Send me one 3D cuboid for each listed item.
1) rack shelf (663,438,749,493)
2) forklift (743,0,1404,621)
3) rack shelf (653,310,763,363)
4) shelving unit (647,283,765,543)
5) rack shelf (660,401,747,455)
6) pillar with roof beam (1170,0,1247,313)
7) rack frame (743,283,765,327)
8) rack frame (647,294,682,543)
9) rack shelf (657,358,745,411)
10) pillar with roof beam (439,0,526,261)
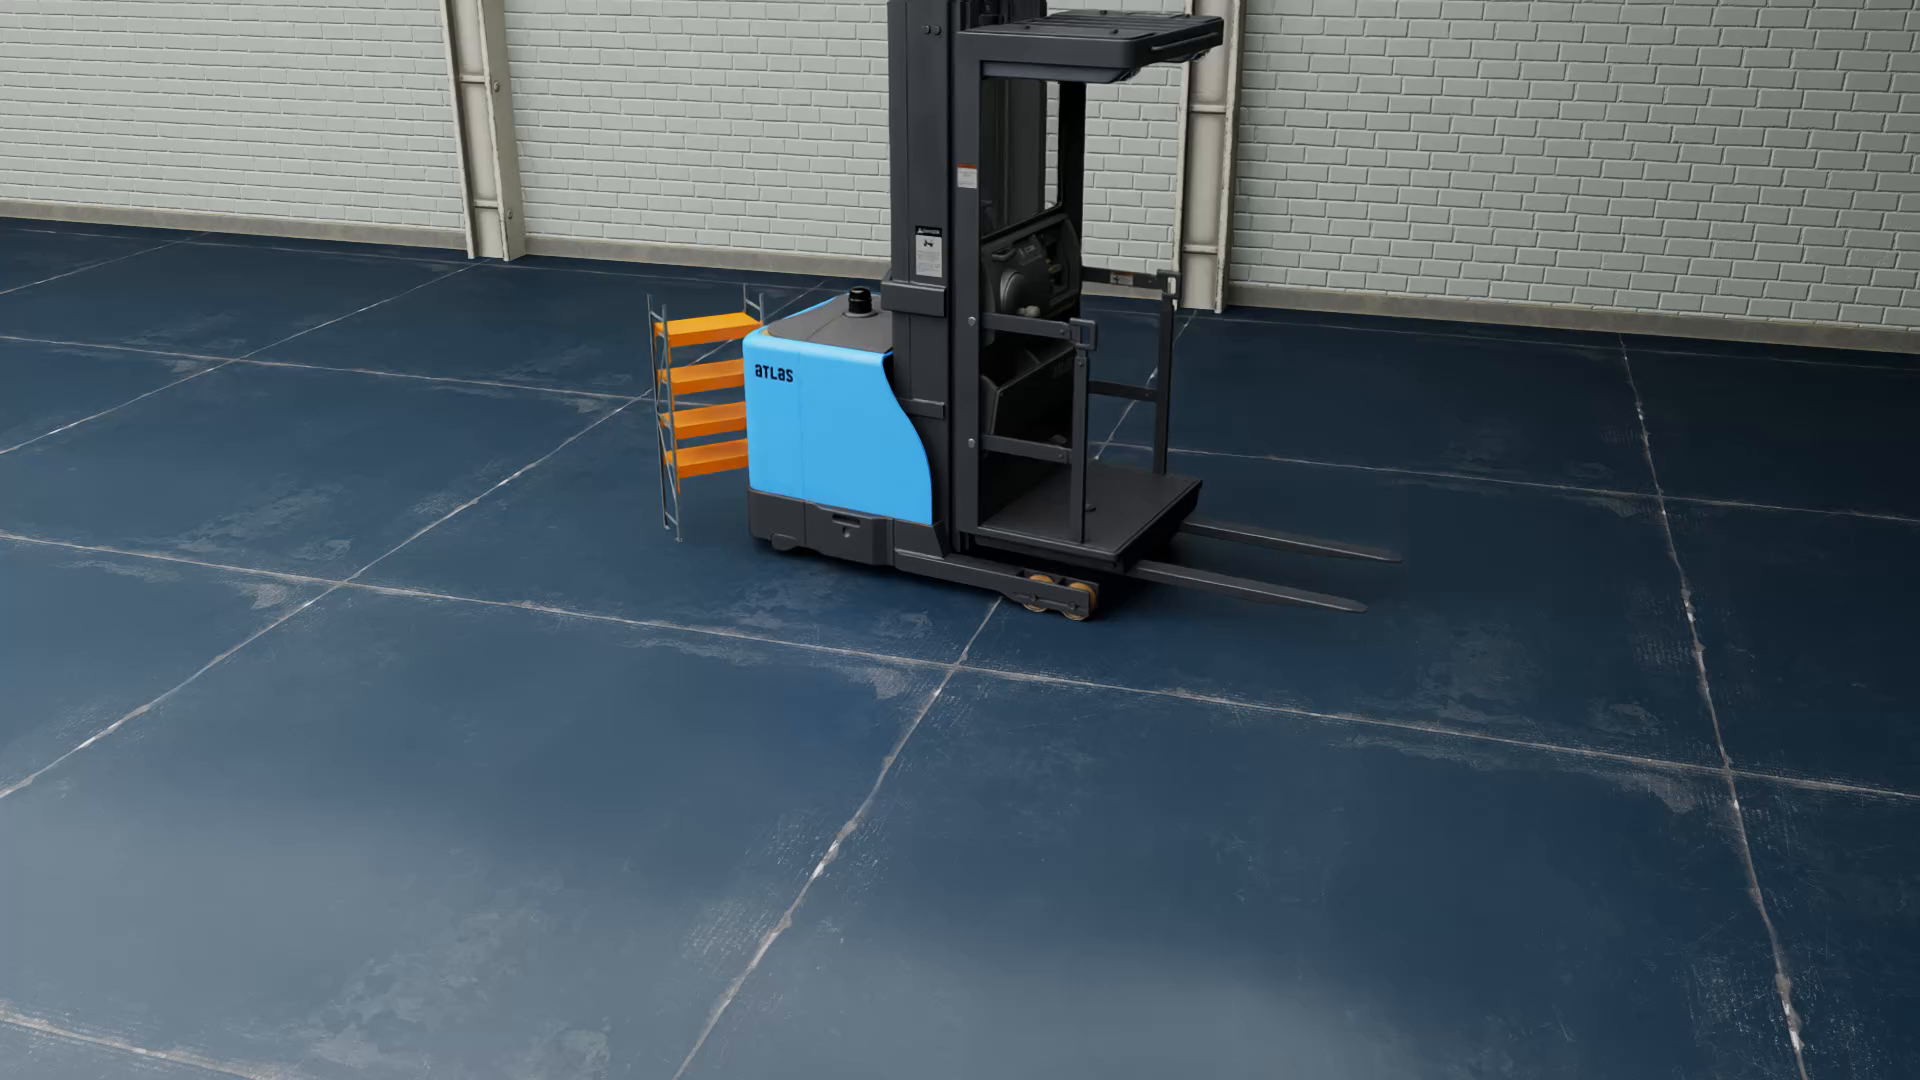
[{"bbox_3d":[-1.223,-0.381,8.317,0.480,0.148,0.258,-11,25,-25],"label":"rack shelf"},{"bbox_3d":[0.509,-1.227,7.400,3.031,2.935,1.130,11,25,25],"label":"forklift"},{"bbox_3d":[-1.223,-0.990,8.067,0.480,0.148,0.258,-11,25,-25],"label":"rack shelf"},{"bbox_3d":[-1.223,-0.627,8.216,0.503,1.200,0.258,-11,25,-25],"label":"shelving unit"},{"bbox_3d":[-1.223,-0.564,8.242,0.480,0.148,0.258,-11,25,-25],"label":"rack shelf"},{"bbox_3d":[0.562,-4.366,7.055,0.400,9.000,9.100,7,23,16],"label":"pillar with roof beam"},{"bbox_3d":[-1.006,-0.669,8.321,0.015,1.200,0.240,-11,25,-25],"label":"rack frame"},{"bbox_3d":[-1.439,-0.584,8.112,0.015,1.200,0.240,-11,25,-25],"label":"rack frame"},{"bbox_3d":[-1.223,-0.771,8.157,0.480,0.148,0.258,-11,25,-25],"label":"rack shelf"},{"bbox_3d":[-5.182,-5.023,8.659,0.400,9.000,9.100,7,23,16],"label":"pillar with roof beam"}]
